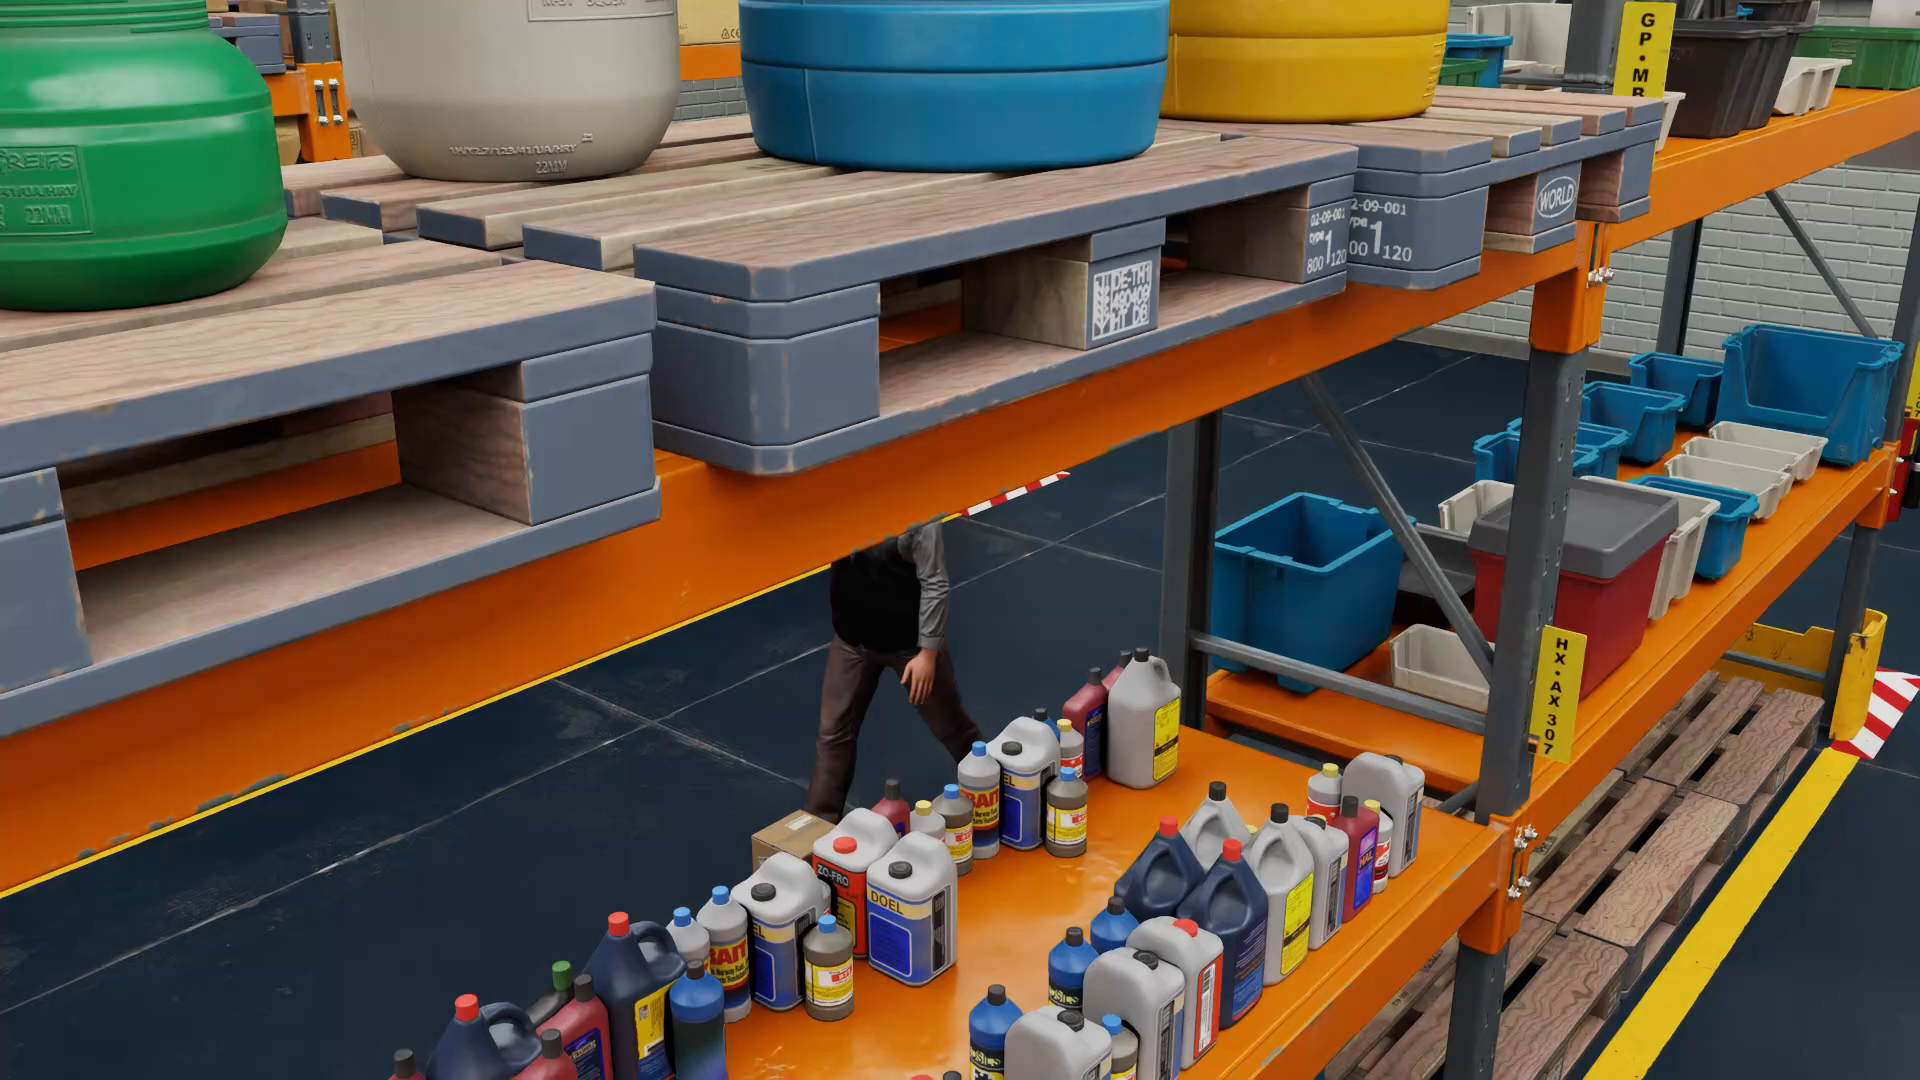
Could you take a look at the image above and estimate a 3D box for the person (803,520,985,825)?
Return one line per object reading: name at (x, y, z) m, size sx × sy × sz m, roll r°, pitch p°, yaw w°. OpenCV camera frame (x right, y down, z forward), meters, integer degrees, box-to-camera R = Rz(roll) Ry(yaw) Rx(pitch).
person at (-0.244, 0.373, 6.112) m, size 0.640 × 1.691 × 0.927 m, roll 13°, pitch 24°, yaw 31°
